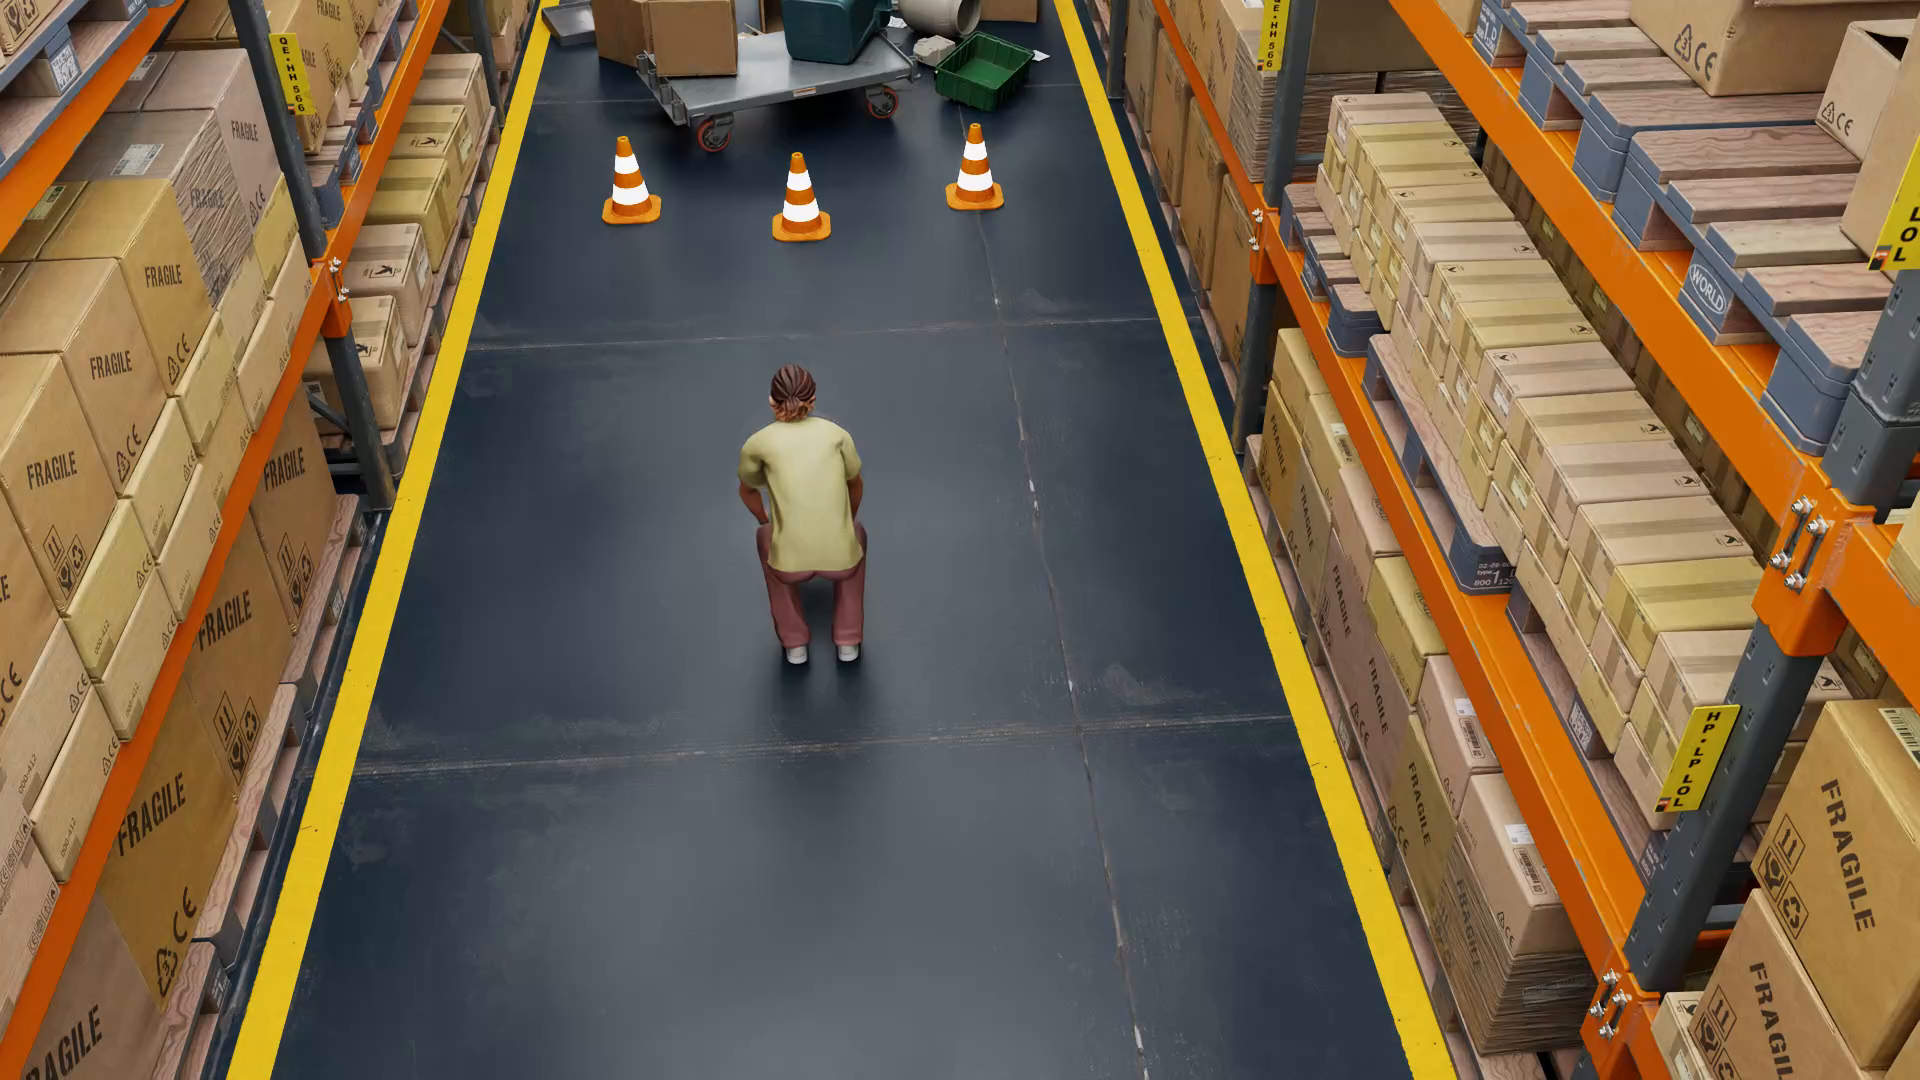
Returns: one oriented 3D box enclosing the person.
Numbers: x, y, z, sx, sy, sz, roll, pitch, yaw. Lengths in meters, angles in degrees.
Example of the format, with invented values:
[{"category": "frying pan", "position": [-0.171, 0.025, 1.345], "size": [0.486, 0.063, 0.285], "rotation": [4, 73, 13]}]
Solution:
[{"category": "person", "position": [-0.627, -0.067, 6.662], "size": [0.506, 1.142, 0.741], "rotation": [-3, 39, -4]}]
